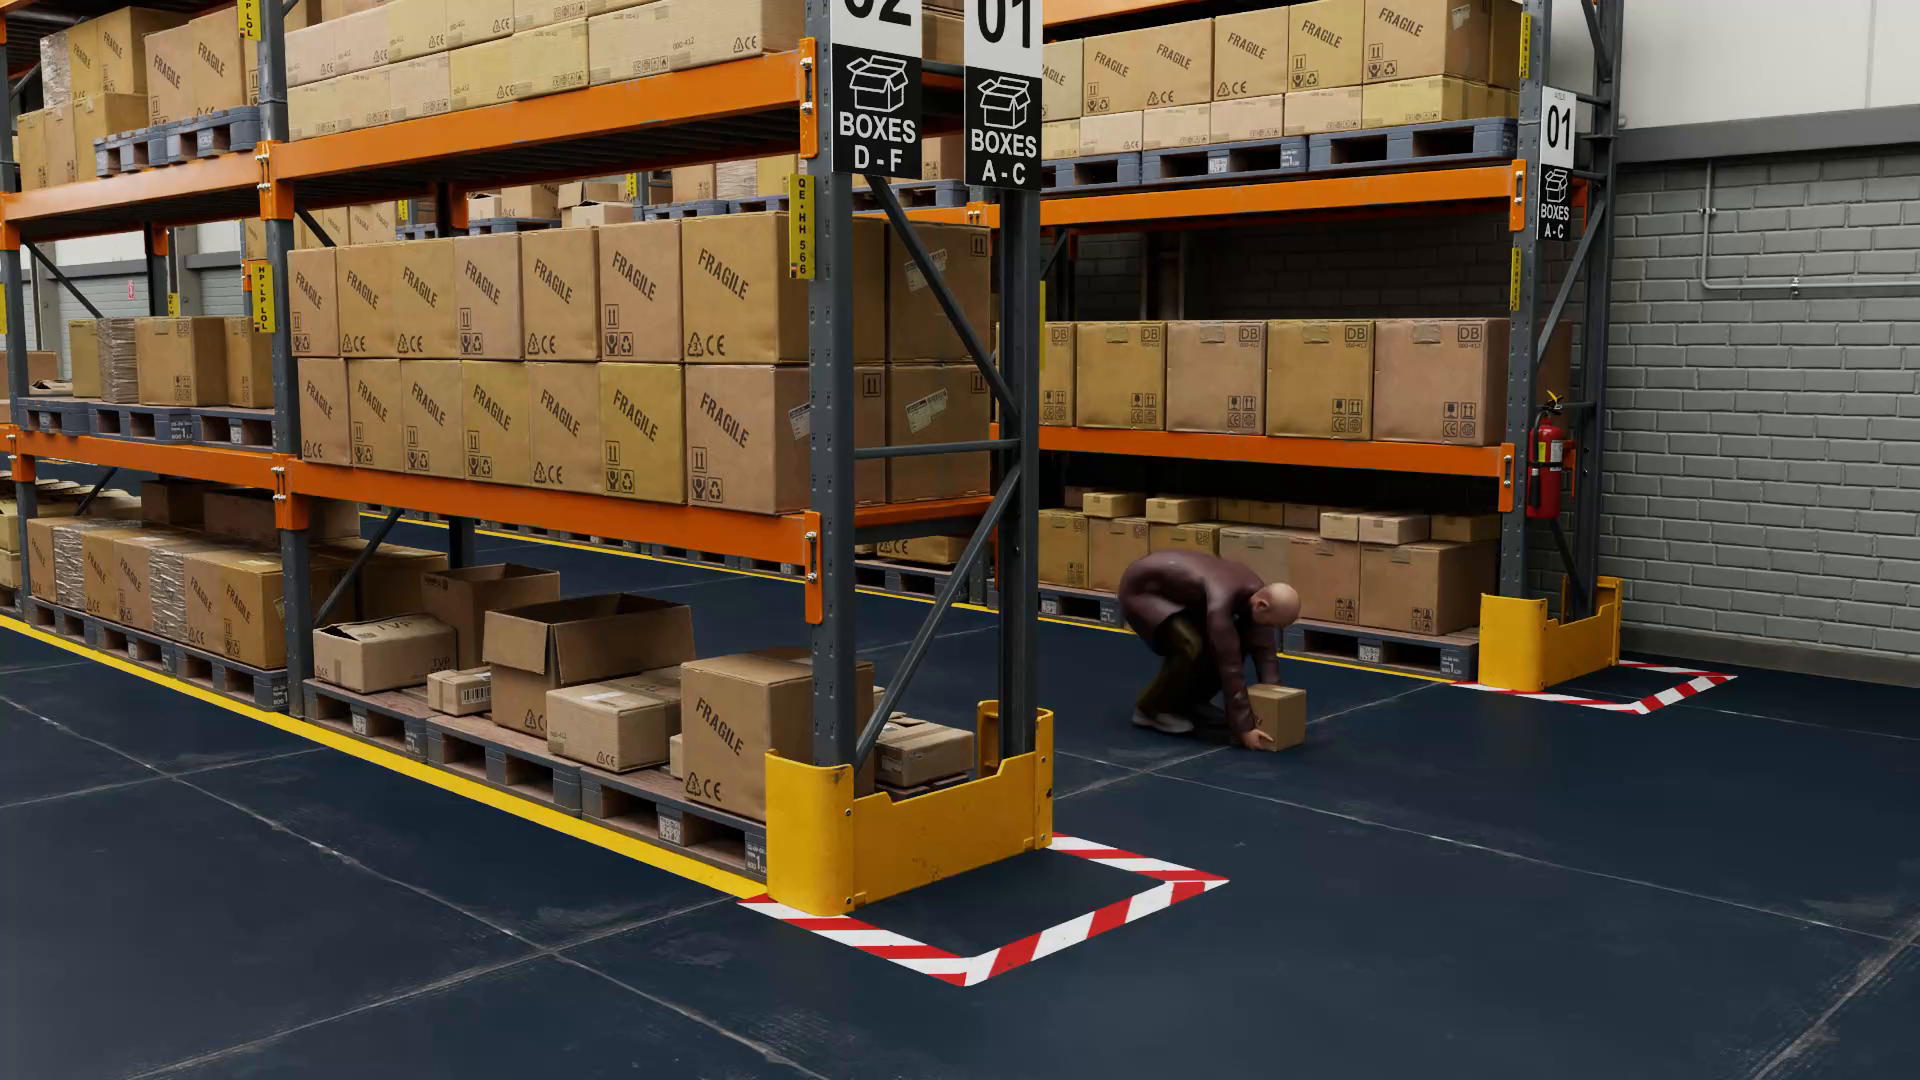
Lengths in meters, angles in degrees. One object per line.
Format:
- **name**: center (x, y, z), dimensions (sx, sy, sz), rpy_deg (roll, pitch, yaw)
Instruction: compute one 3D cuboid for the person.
- **person**: center (1.195, 0.499, 8.003), dimensions (0.953, 0.895, 0.593), rpy_deg (6, 9, 41)
